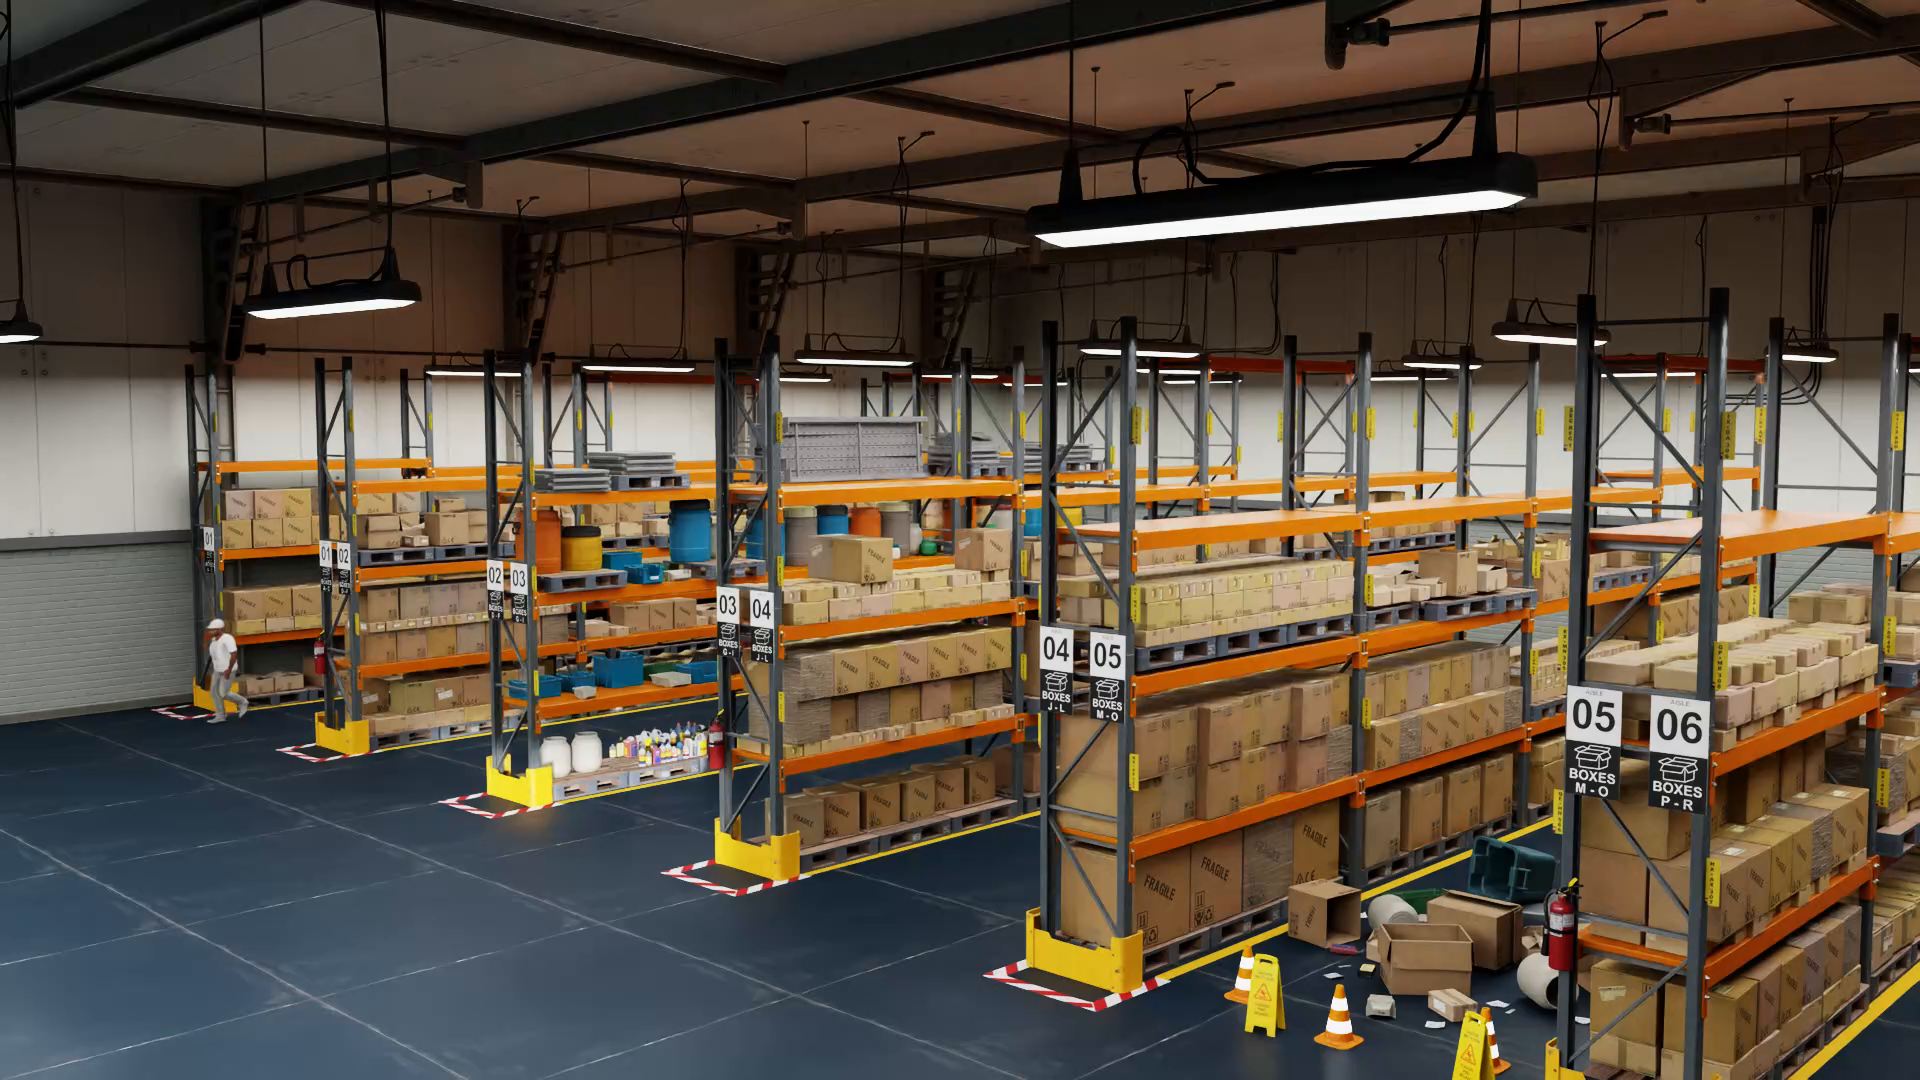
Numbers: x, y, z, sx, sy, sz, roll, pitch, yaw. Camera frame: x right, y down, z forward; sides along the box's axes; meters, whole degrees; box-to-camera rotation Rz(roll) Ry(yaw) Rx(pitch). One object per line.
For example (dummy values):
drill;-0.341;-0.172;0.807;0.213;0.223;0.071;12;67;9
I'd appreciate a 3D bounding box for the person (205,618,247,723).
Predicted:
person;-12.270;2.170;27.799;0.660;1.751;0.643;3;5;34
